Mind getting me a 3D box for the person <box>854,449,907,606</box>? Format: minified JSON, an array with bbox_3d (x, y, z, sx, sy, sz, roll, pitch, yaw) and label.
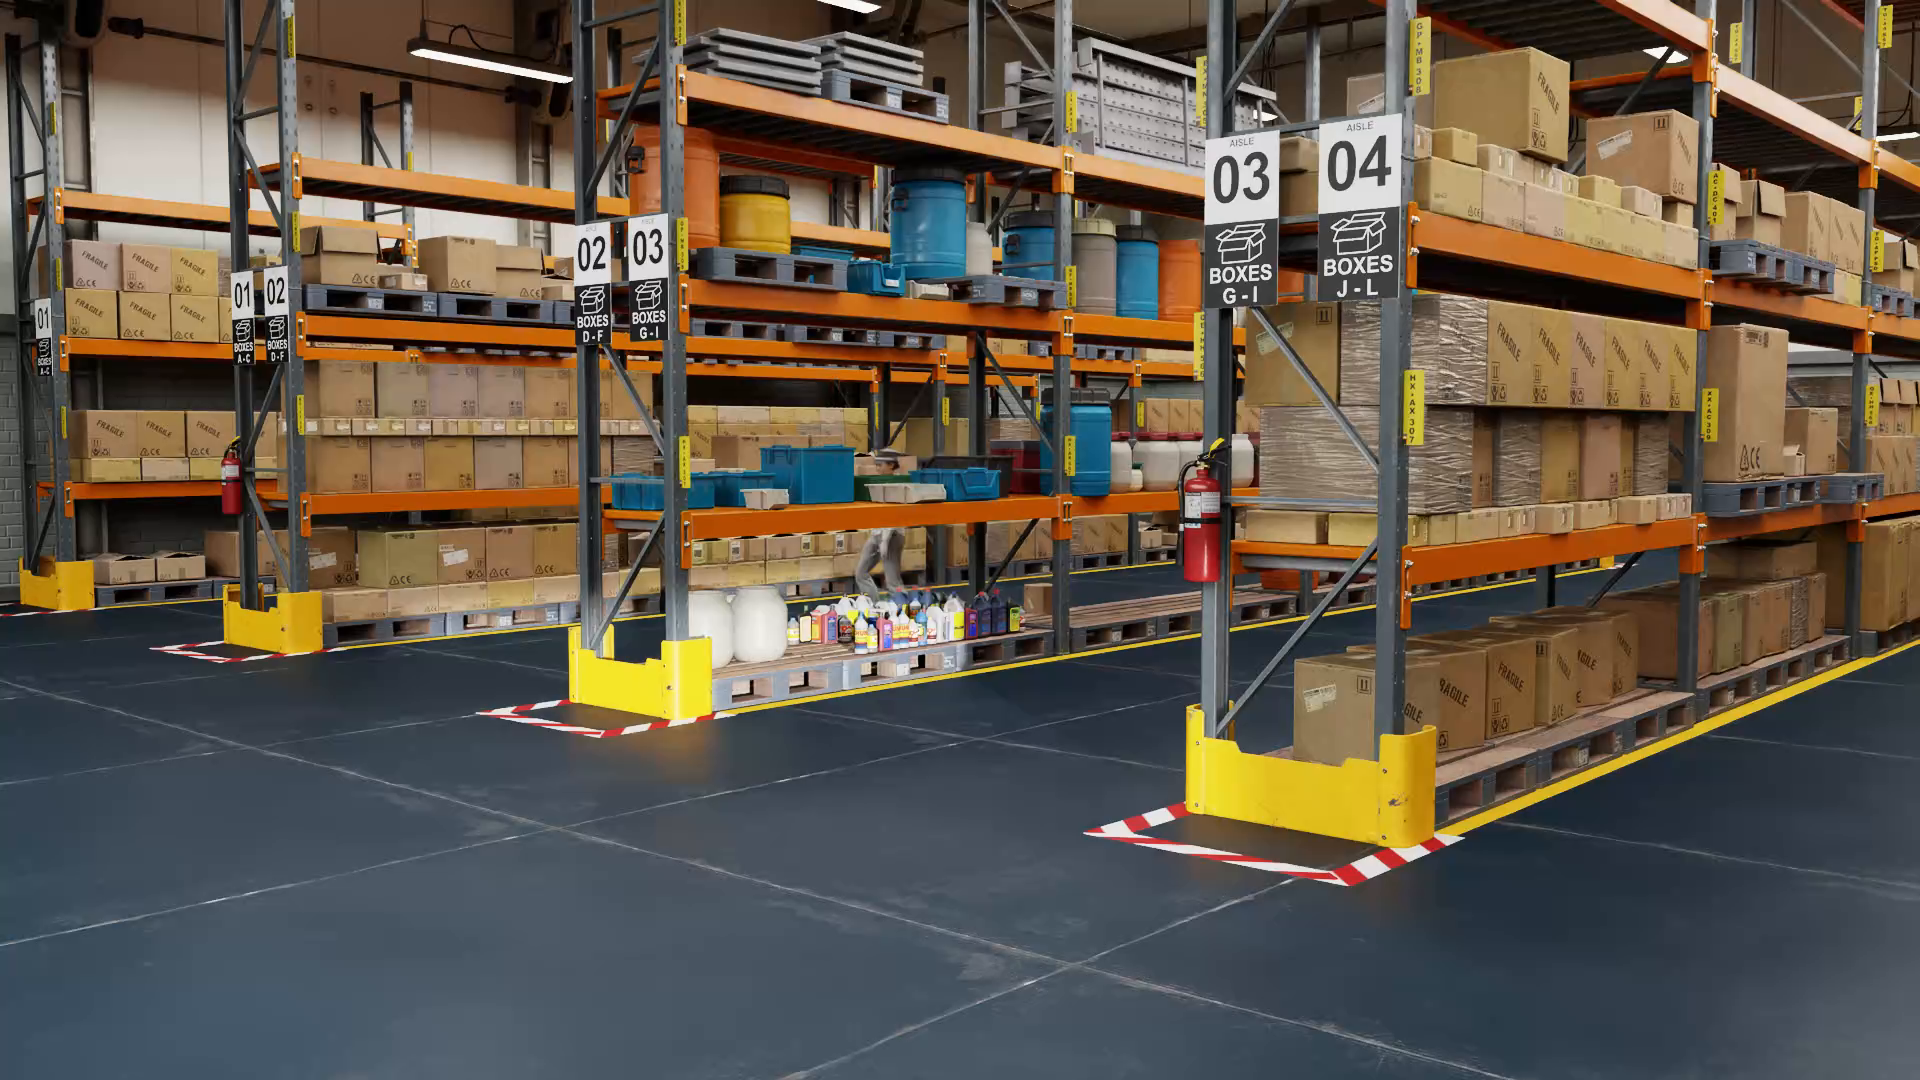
[{"bbox_3d":[-0.680,0.032,15.058,0.487,1.717,0.527,-1,4,-20],"label":"person"}]
